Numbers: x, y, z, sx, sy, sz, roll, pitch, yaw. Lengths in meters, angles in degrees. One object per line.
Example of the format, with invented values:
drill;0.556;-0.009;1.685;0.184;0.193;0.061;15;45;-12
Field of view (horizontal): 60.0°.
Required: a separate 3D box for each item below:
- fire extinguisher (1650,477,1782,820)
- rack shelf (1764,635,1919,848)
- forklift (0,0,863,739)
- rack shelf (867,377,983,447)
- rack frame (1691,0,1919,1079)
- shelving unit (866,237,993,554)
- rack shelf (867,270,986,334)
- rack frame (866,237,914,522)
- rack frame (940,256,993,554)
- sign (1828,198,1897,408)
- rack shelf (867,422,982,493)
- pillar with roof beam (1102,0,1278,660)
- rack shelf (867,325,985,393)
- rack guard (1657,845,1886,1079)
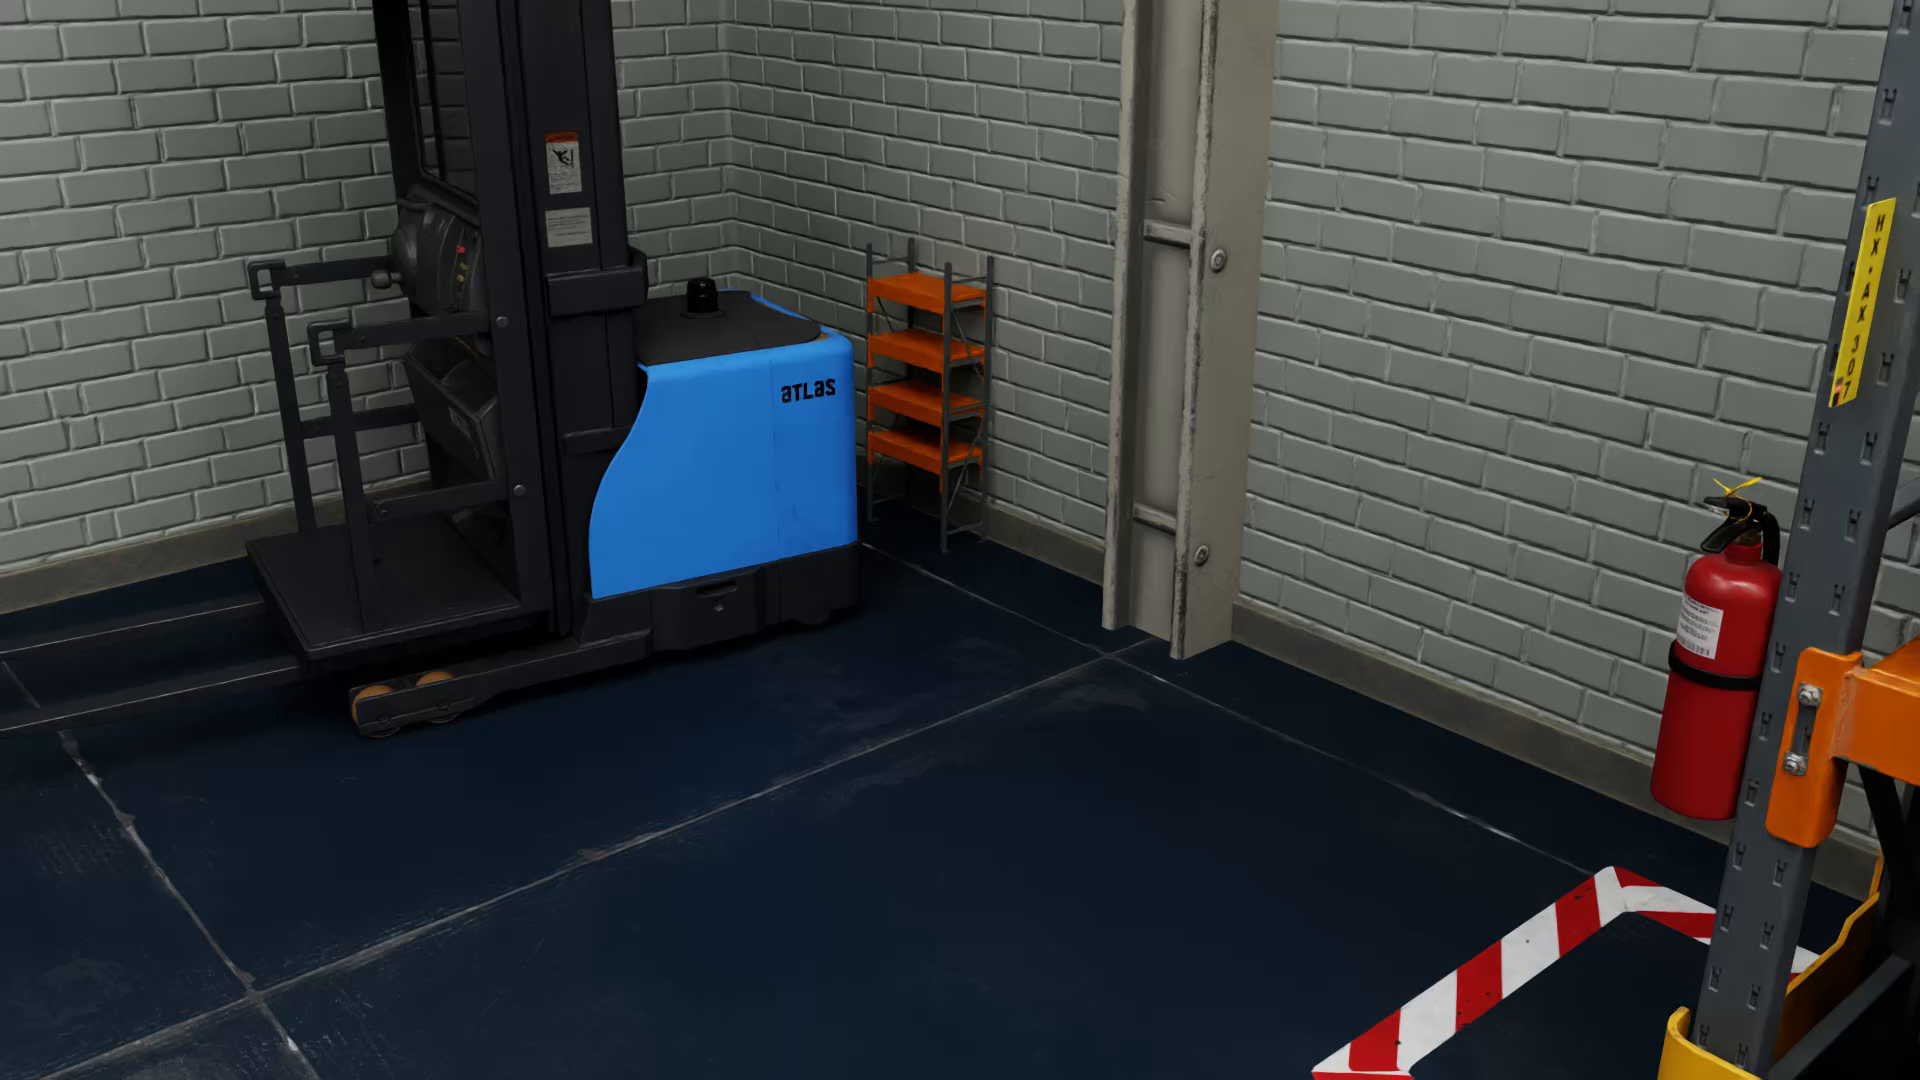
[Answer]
fire extinguisher;1.398;0.178;3.033;0.296;0.674;0.183;-17;27;-37
rack shelf;3.150;0.787;1.848;1.077;0.370;4.000;-17;27;-37
forklift;-1.890;-0.947;5.384;3.031;2.935;1.130;-12;25;-29
rack shelf;-0.137;-0.535;6.881;0.258;0.148;0.480;-16;27;-39
rack frame;1.845;-0.101;3.128;1.000;3.000;0.127;-17;27;-37
shelving unit;-0.135;-0.598;6.857;0.258;1.200;0.503;-16;27;-39
rack shelf;-0.128;-0.967;6.720;0.258;0.148;0.480;-16;27;-39
rack frame;-0.296;-0.665;7.028;0.240;1.200;0.015;-16;27;-39
rack frame;0.026;-0.531;6.687;0.240;1.200;0.015;-16;27;-39
sign;1.434;-0.375;2.640;0.100;0.325;0.005;-17;27;-37
rack shelf;-0.140;-0.349;6.950;0.258;0.148;0.480;-16;27;-39
pillar with roof beam;-2.494;-2.829;1.867;9.100;9.000;0.400;-17;27;-37
rack shelf;-0.132;-0.745;6.803;0.258;0.148;0.480;-16;27;-39
rack guard;1.894;1.084;3.530;1.175;0.500;0.348;-17;27;-37
